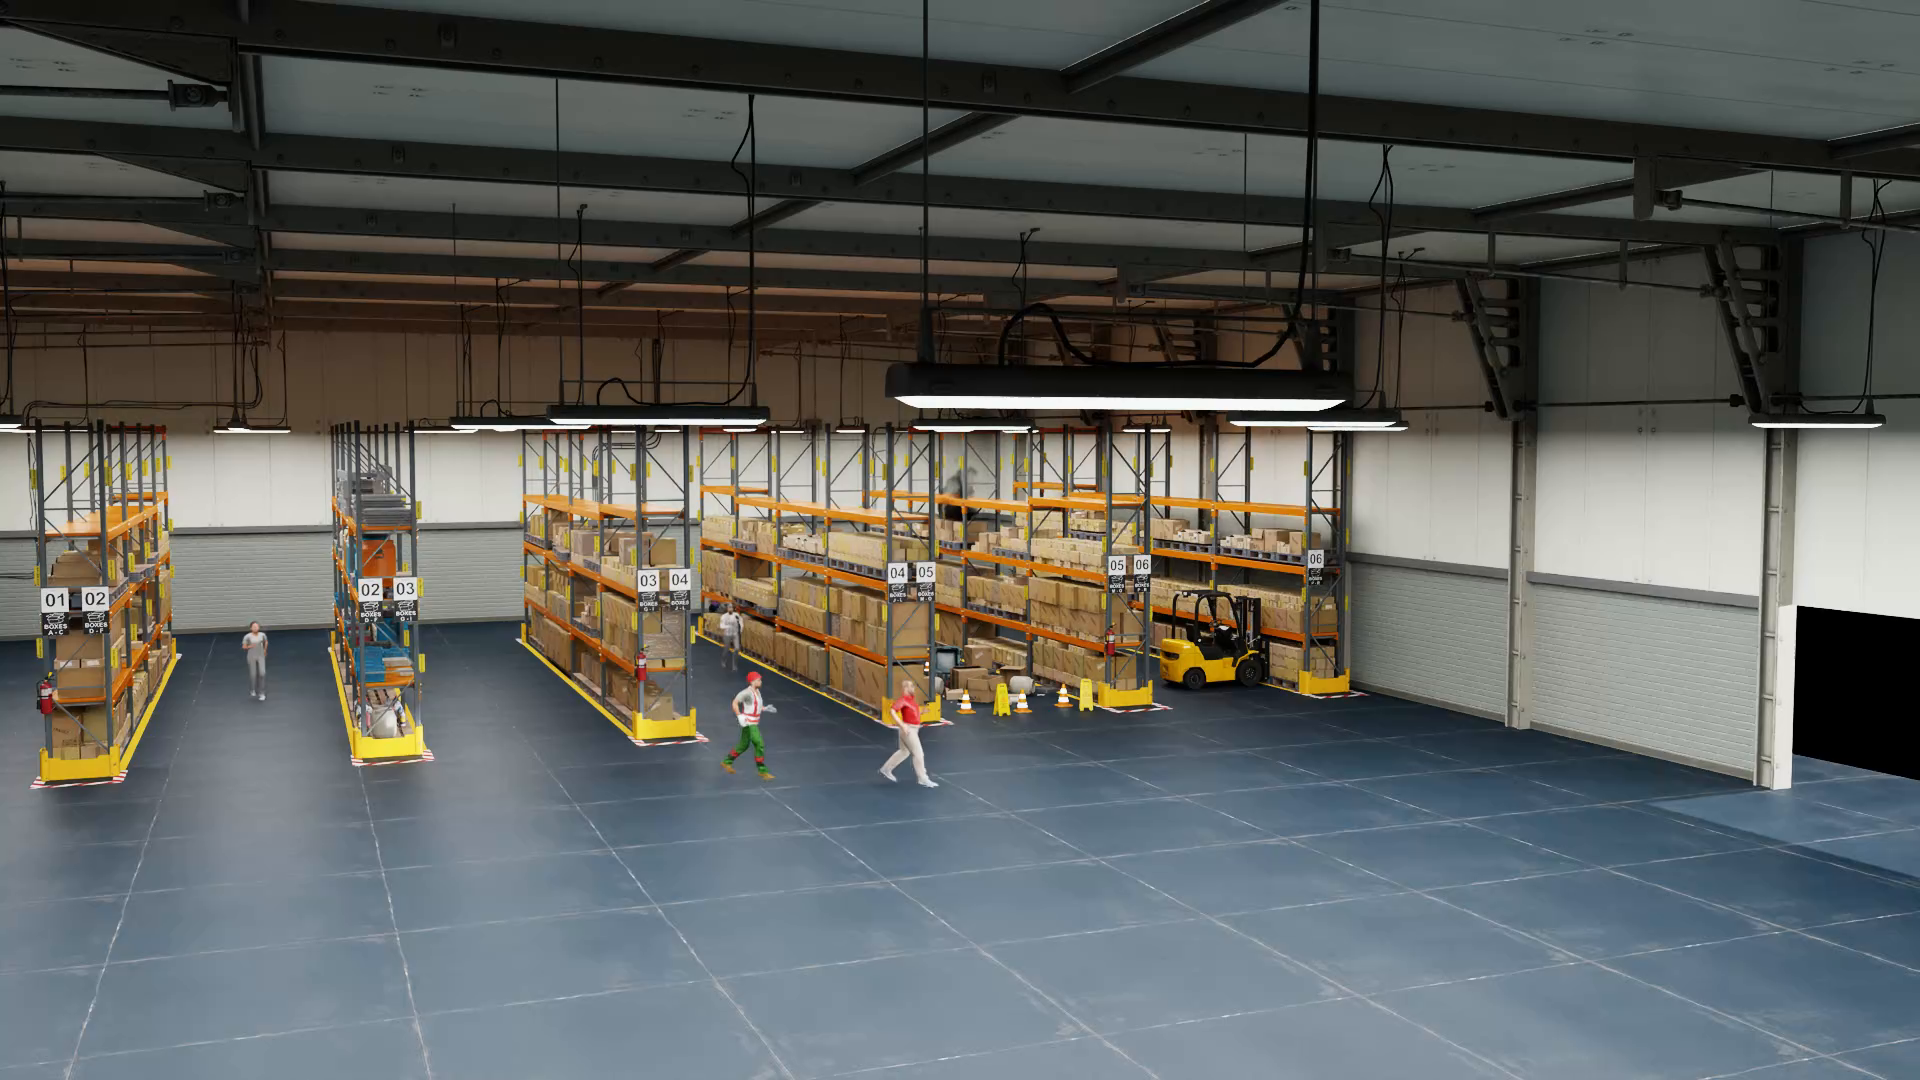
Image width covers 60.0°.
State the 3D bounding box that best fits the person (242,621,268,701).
[{"bbox_3d":[-15.300,2.610,36.142,0.554,1.703,0.814,-2,4,-32],"label":"person"}]

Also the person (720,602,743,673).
[{"bbox_3d":[-5.564,2.352,40.478,0.622,1.729,0.866,-1,4,-19],"label":"person"}]

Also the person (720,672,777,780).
[{"bbox_3d":[-3.539,3.091,27.753,0.978,1.803,0.597,0,4,5],"label":"person"}]

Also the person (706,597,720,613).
[{"bbox_3d":[-7.251,1.894,49.437,0.581,1.532,0.557,0,4,-6],"label":"person"}]

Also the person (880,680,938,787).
[{"bbox_3d":[-0.837,3.146,27.114,0.965,1.725,0.658,0,4,4],"label":"person"}]
